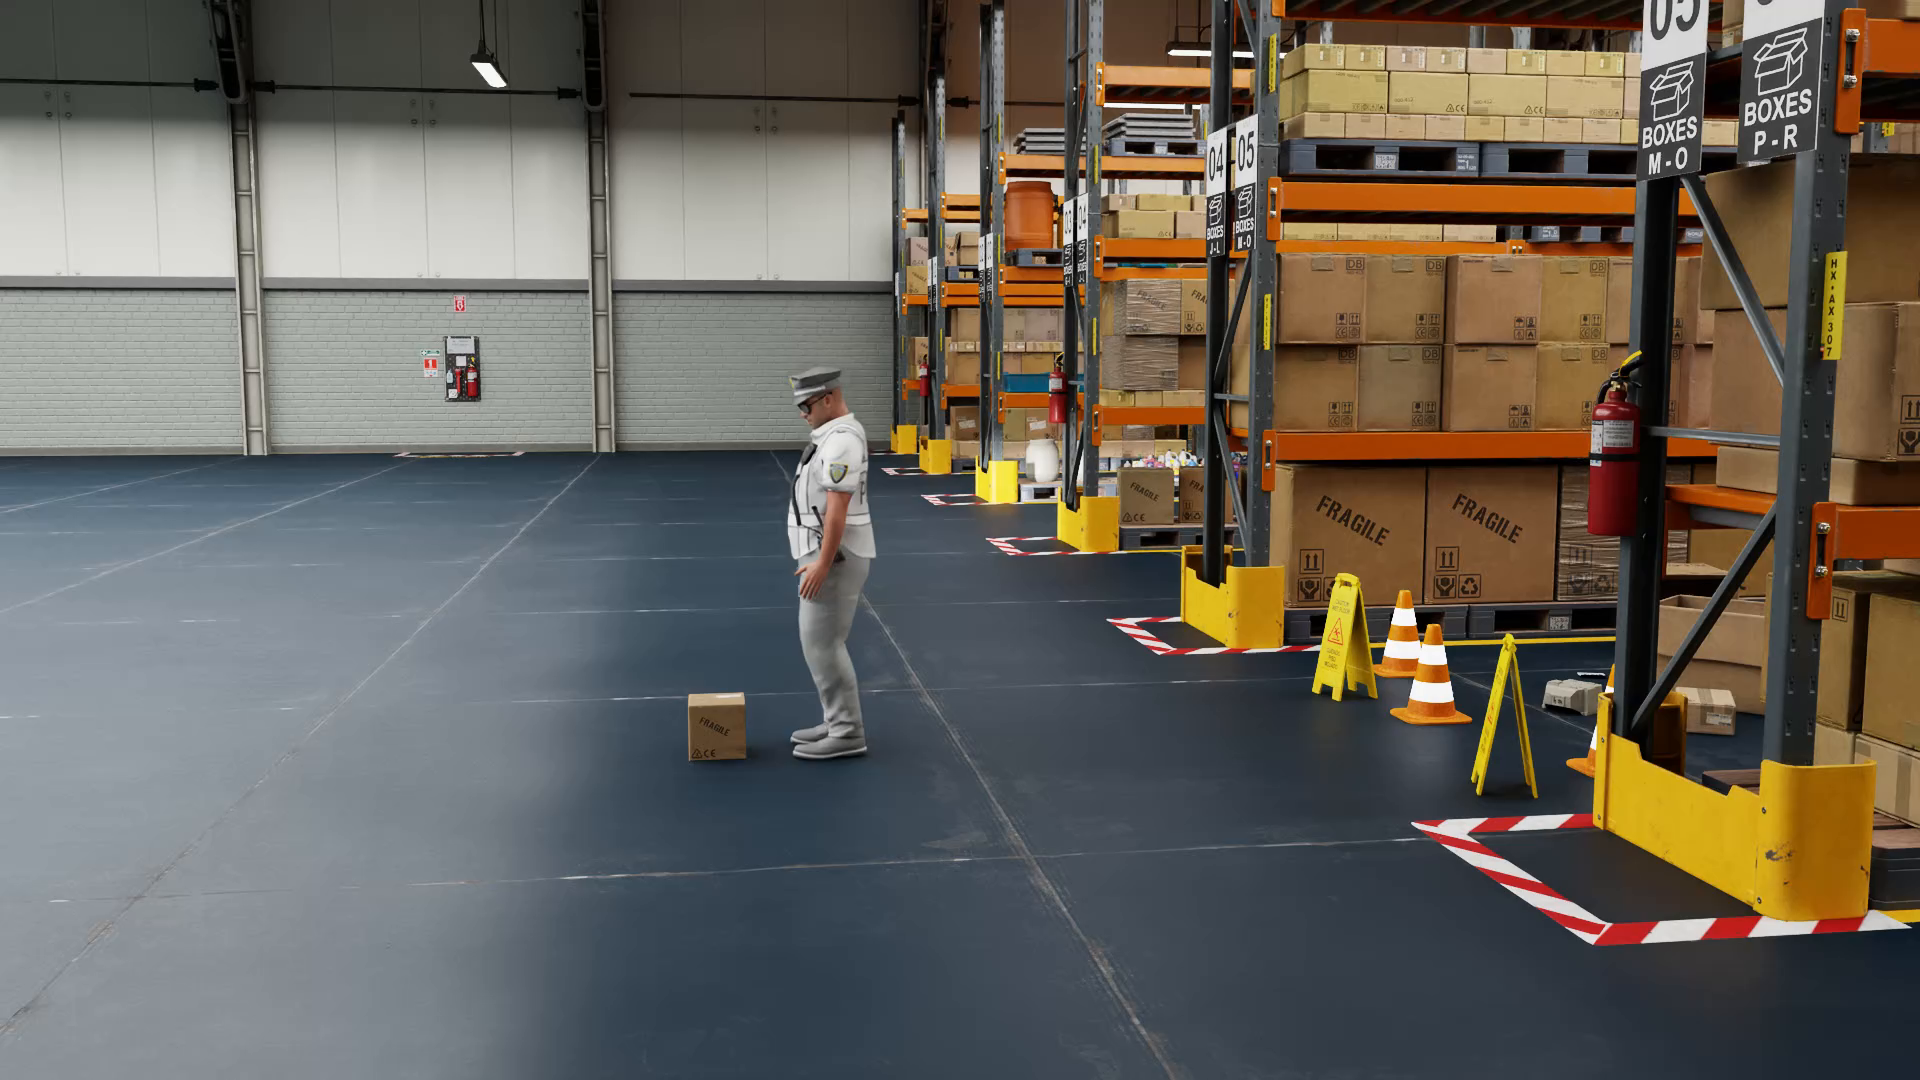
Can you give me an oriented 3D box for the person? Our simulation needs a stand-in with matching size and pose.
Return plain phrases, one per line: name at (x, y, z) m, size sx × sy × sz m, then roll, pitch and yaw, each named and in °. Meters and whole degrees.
person at (-0.573, 0.098, 7.432) m, size 0.387 × 1.734 × 0.535 m, roll -1°, pitch 6°, yaw -8°
